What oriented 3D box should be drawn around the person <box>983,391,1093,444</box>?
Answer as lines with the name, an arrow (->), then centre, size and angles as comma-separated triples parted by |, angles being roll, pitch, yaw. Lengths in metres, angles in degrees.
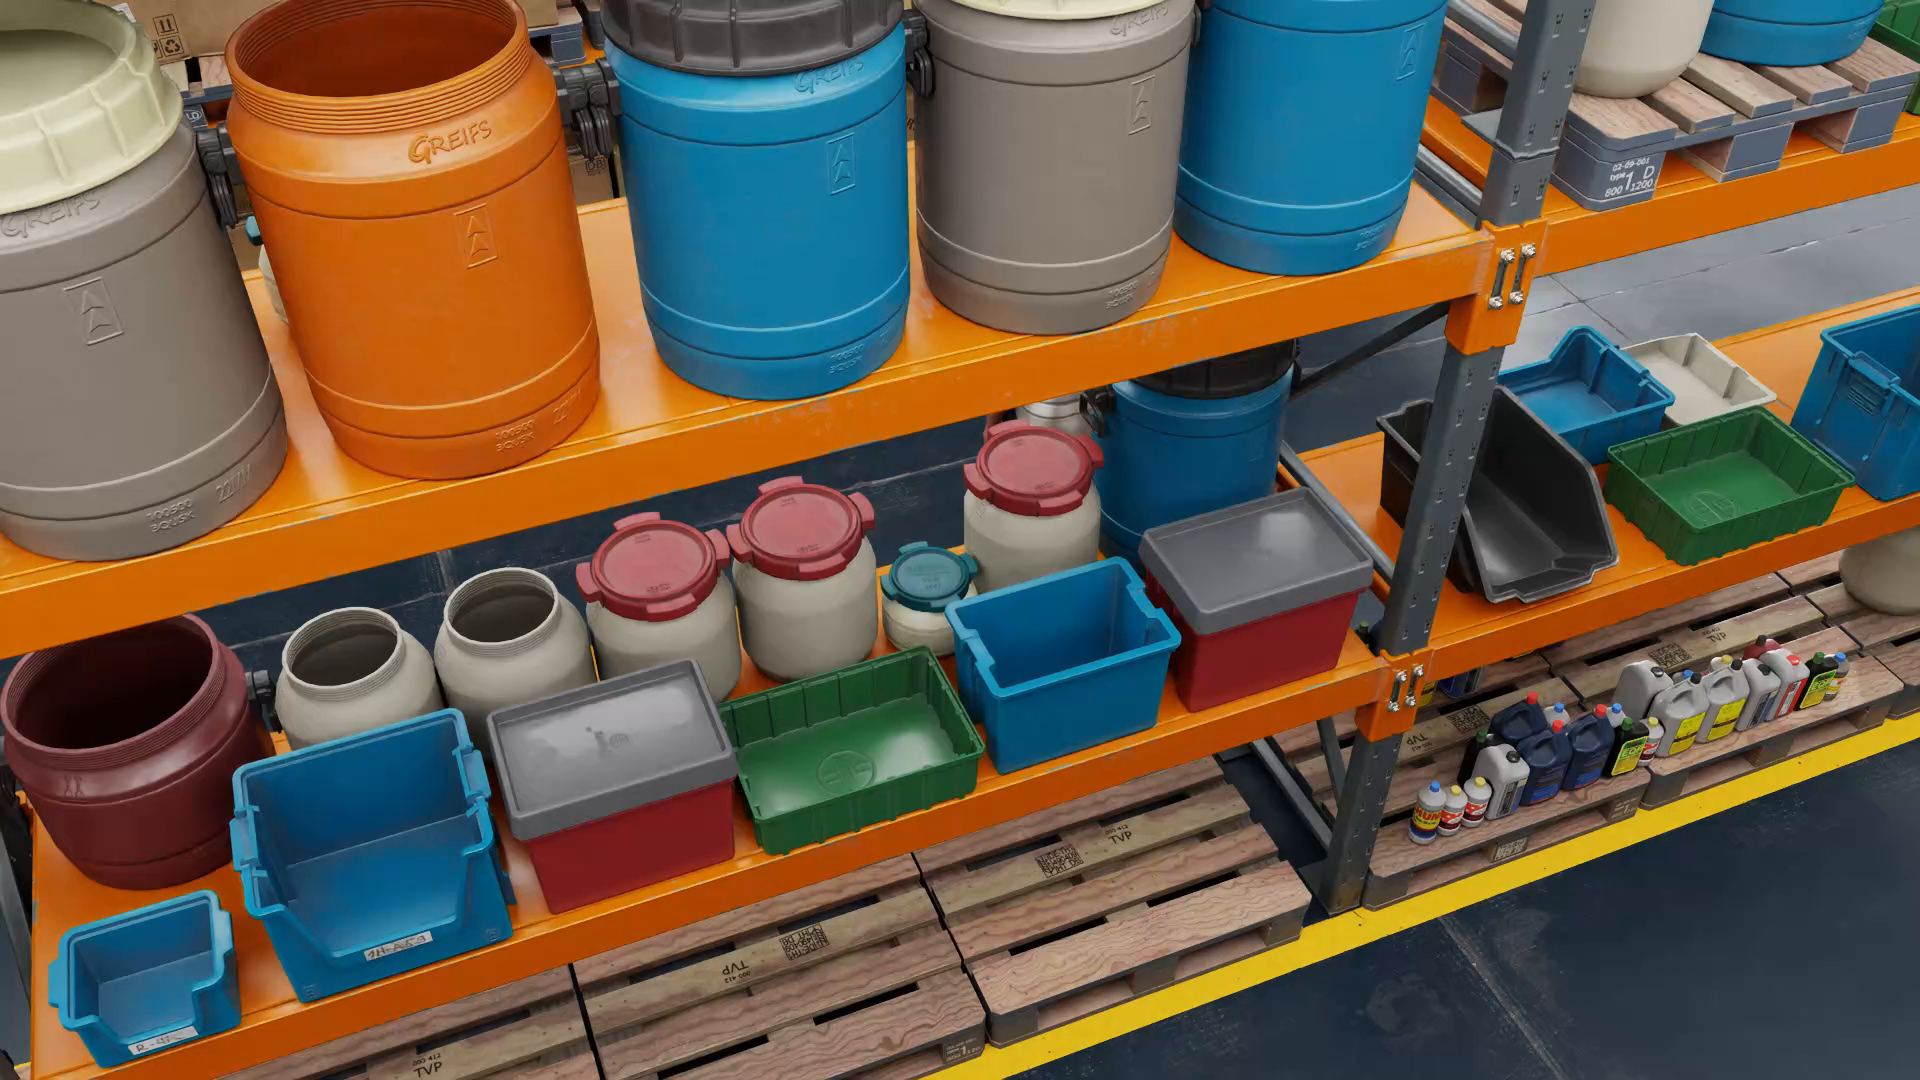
person -> 0.386, -0.511, 6.731 | 0.597, 1.748, 0.433 | -17, 44, -18
